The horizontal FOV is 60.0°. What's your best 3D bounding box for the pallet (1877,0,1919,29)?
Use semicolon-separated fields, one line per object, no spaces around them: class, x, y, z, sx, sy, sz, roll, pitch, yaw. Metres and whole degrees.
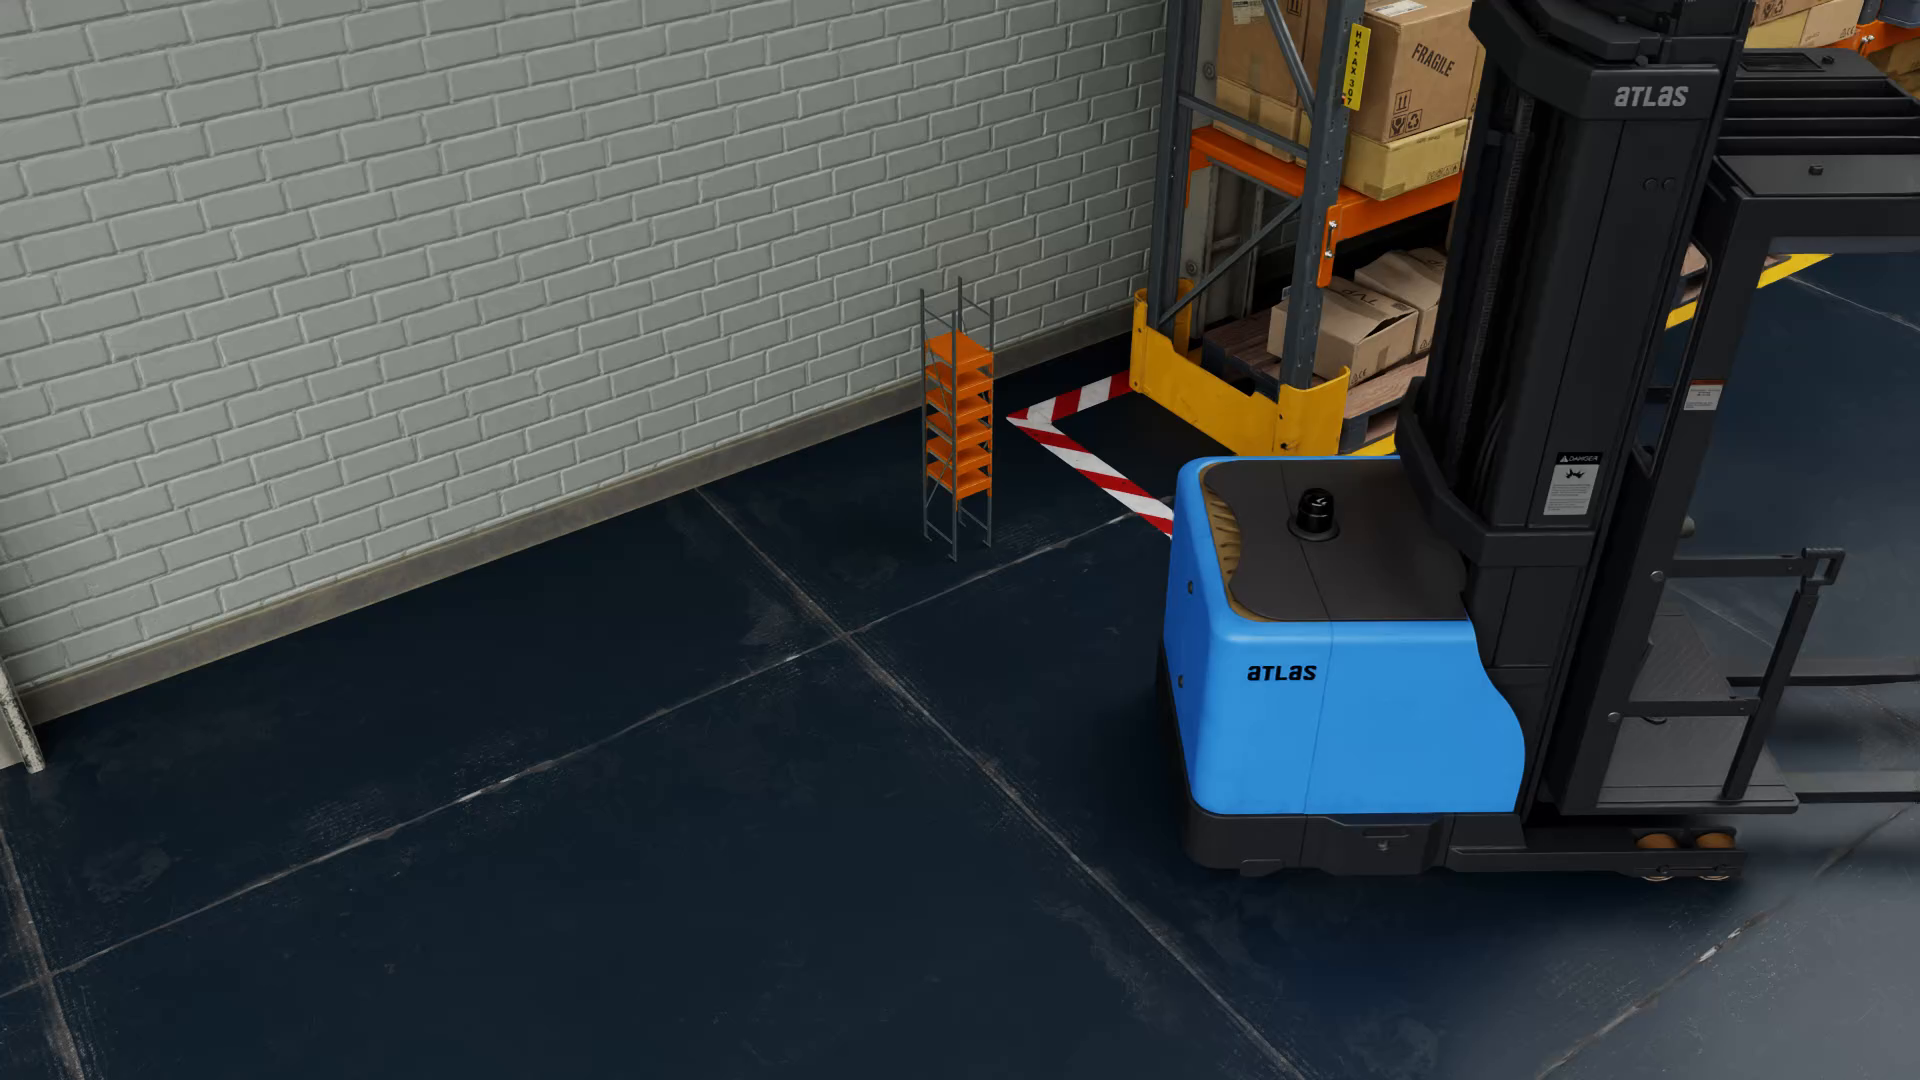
pallet;5.213;-3.215;9.316;1.213;0.211;1.003;-22;41;-28

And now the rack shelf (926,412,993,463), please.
rack shelf;-0.012;-0.446;6.919;0.180;0.103;0.258;-22;41;-28

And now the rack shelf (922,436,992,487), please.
rack shelf;-0.012;-0.349;6.989;0.180;0.103;0.258;-22;41;-28

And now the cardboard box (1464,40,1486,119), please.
cardboard box;2.208;-2.190;7.196;0.500;0.500;0.500;-22;41;-28

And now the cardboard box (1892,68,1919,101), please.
cardboard box;5.490;-2.723;10.231;0.500;0.500;0.700;-23;42;-29

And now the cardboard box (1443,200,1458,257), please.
cardboard box;2.947;-1.528;8.570;0.500;0.500;0.700;-25;43;-31

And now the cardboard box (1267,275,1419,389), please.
cardboard box;1.852;-1.037;8.049;0.500;0.311;0.500;-28;44;-33

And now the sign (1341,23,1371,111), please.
sign;1.548;-1.853;6.516;0.005;0.325;0.100;-22;41;-28

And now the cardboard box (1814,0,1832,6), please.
cardboard box;4.296;-3.051;8.392;0.500;0.500;0.500;-22;41;-28

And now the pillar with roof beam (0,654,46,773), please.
pillar with roof beam;-1.116;-0.771;0.615;0.400;9.000;9.100;-22;41;-28

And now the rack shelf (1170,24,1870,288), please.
rack shelf;2.870;-2.141;8.274;4.000;0.370;1.077;-22;41;-28

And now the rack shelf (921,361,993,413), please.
rack shelf;-0.012;-0.641;6.779;0.180;0.103;0.258;-22;41;-28

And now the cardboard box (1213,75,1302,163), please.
cardboard box;1.505;-1.957;7.513;0.500;0.250;0.500;-22;41;-27

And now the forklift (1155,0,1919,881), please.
forklift;2.267;-0.345;5.219;3.031;2.935;1.130;0;36;-1

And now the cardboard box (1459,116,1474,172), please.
cardboard box;2.233;-1.901;7.436;0.500;0.250;0.500;-24;42;-29

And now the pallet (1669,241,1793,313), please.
pallet;3.976;-1.731;9.476;1.213;0.211;1.003;-22;41;-28

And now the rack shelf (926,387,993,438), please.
rack shelf;-0.012;-0.544;6.849;0.180;0.103;0.258;-22;41;-28

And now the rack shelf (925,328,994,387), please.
rack shelf;-0.012;-0.738;6.709;0.180;0.103;0.258;-22;41;-28

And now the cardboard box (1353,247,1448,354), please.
cardboard box;2.318;-1.229;8.315;0.500;0.311;0.500;-19;40;-24

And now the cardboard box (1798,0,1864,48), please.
cardboard box;4.292;-2.749;8.614;0.500;0.250;0.500;-22;41;-28

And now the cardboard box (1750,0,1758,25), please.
cardboard box;3.474;-2.716;7.926;0.500;0.500;0.500;-24;42;-29

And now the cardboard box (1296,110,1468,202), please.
cardboard box;1.817;-1.720;7.184;0.500;0.250;0.500;-24;42;-29

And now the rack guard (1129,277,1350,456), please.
rack guard;1.297;-0.771;7.894;0.348;0.500;1.175;-22;41;-28

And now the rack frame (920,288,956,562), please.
rack frame;-0.087;-0.451;6.850;0.006;1.200;0.240;-22;41;-28

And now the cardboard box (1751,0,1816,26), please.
cardboard box;3.892;-2.880;8.154;0.500;0.500;0.500;-23;41;-28

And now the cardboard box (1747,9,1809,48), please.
cardboard box;3.880;-2.585;8.387;0.500;0.250;0.500;-22;41;-28

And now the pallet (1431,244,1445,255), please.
pallet;2.978;-1.318;8.902;1.213;0.211;1.003;-22;41;-28

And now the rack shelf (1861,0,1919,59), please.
rack shelf;6.139;-3.486;10.144;4.000;0.370;1.077;-22;41;-28

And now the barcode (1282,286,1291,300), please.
barcode;1.637;-1.238;8.320;0.075;0.075;0.001;-22;41;-28

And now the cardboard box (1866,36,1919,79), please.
cardboard box;5.455;-2.979;9.945;0.500;0.250;0.500;-23;42;-29

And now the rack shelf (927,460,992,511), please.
rack shelf;-0.012;-0.251;7.059;0.180;0.103;0.258;-22;41;-28

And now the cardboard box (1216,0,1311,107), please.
cardboard box;1.498;-2.272;7.309;0.500;0.500;0.500;-23;42;-28

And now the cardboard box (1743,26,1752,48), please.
cardboard box;3.478;-2.409;8.141;0.500;0.250;0.500;-23;41;-28

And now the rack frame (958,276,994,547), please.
rack frame;0.063;-0.513;6.936;0.006;1.200;0.240;-22;41;-28

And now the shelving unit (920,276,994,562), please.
shelving unit;-0.012;-0.482;6.893;0.189;1.200;0.258;-22;41;-28

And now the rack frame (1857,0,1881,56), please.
rack frame;4.504;-3.106;8.999;0.127;3.000;1.000;-22;41;-28

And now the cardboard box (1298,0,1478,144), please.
cardboard box;1.798;-2.029;6.971;0.500;0.500;0.500;-22;41;-28

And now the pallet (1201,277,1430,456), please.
pallet;1.981;-0.910;8.334;1.213;0.211;1.003;-22;41;-28

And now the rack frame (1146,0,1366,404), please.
rack frame;1.235;-1.760;7.128;0.127;3.000;1.000;-22;41;-28

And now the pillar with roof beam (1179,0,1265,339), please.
pillar with roof beam;3.789;-2.789;3.421;0.400;9.000;9.100;-22;41;-28
